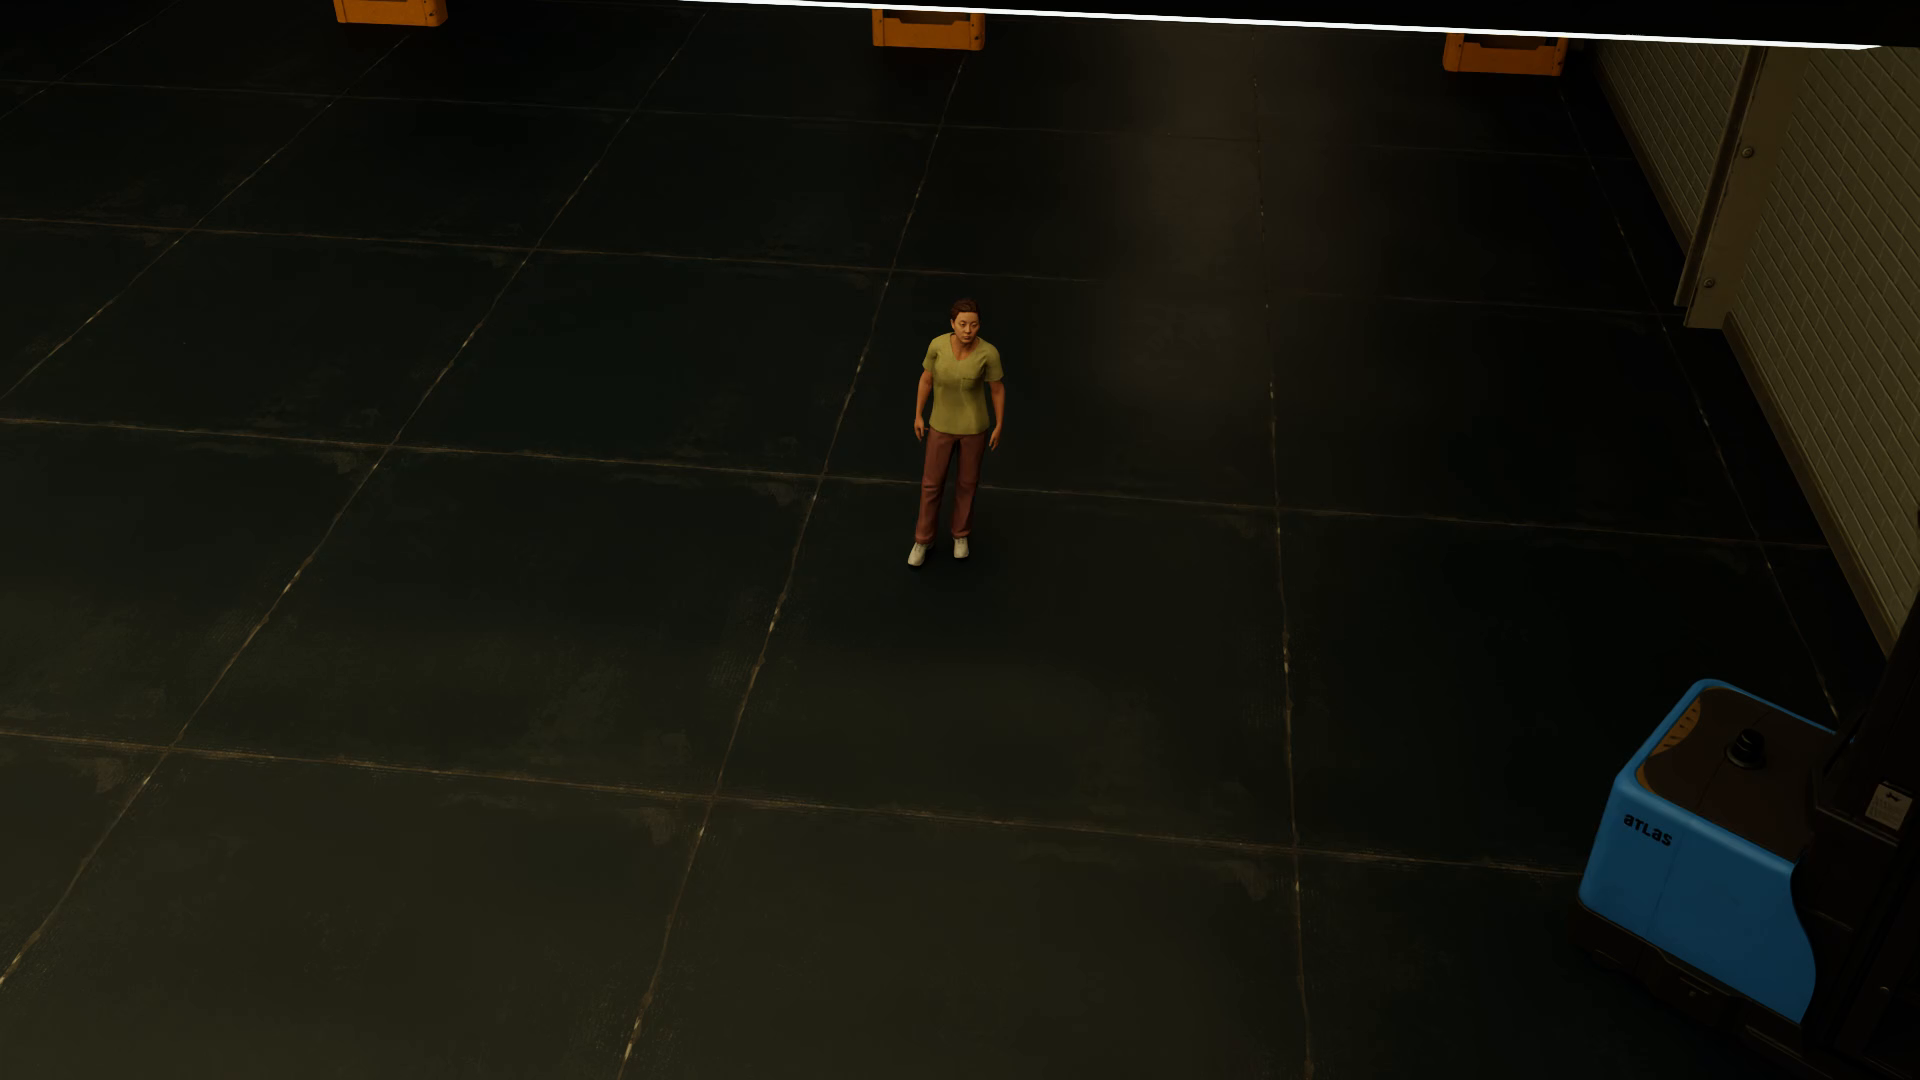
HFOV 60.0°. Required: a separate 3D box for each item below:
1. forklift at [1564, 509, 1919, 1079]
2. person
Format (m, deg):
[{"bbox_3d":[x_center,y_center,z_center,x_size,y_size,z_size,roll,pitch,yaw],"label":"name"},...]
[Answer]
[{"bbox_3d":[4.289,1.111,6.523,3.031,2.935,1.130,28,45,33],"label":"forklift"},{"bbox_3d":[-0.021,-0.638,9.940,0.553,1.673,0.548,4,37,6],"label":"person"}]
